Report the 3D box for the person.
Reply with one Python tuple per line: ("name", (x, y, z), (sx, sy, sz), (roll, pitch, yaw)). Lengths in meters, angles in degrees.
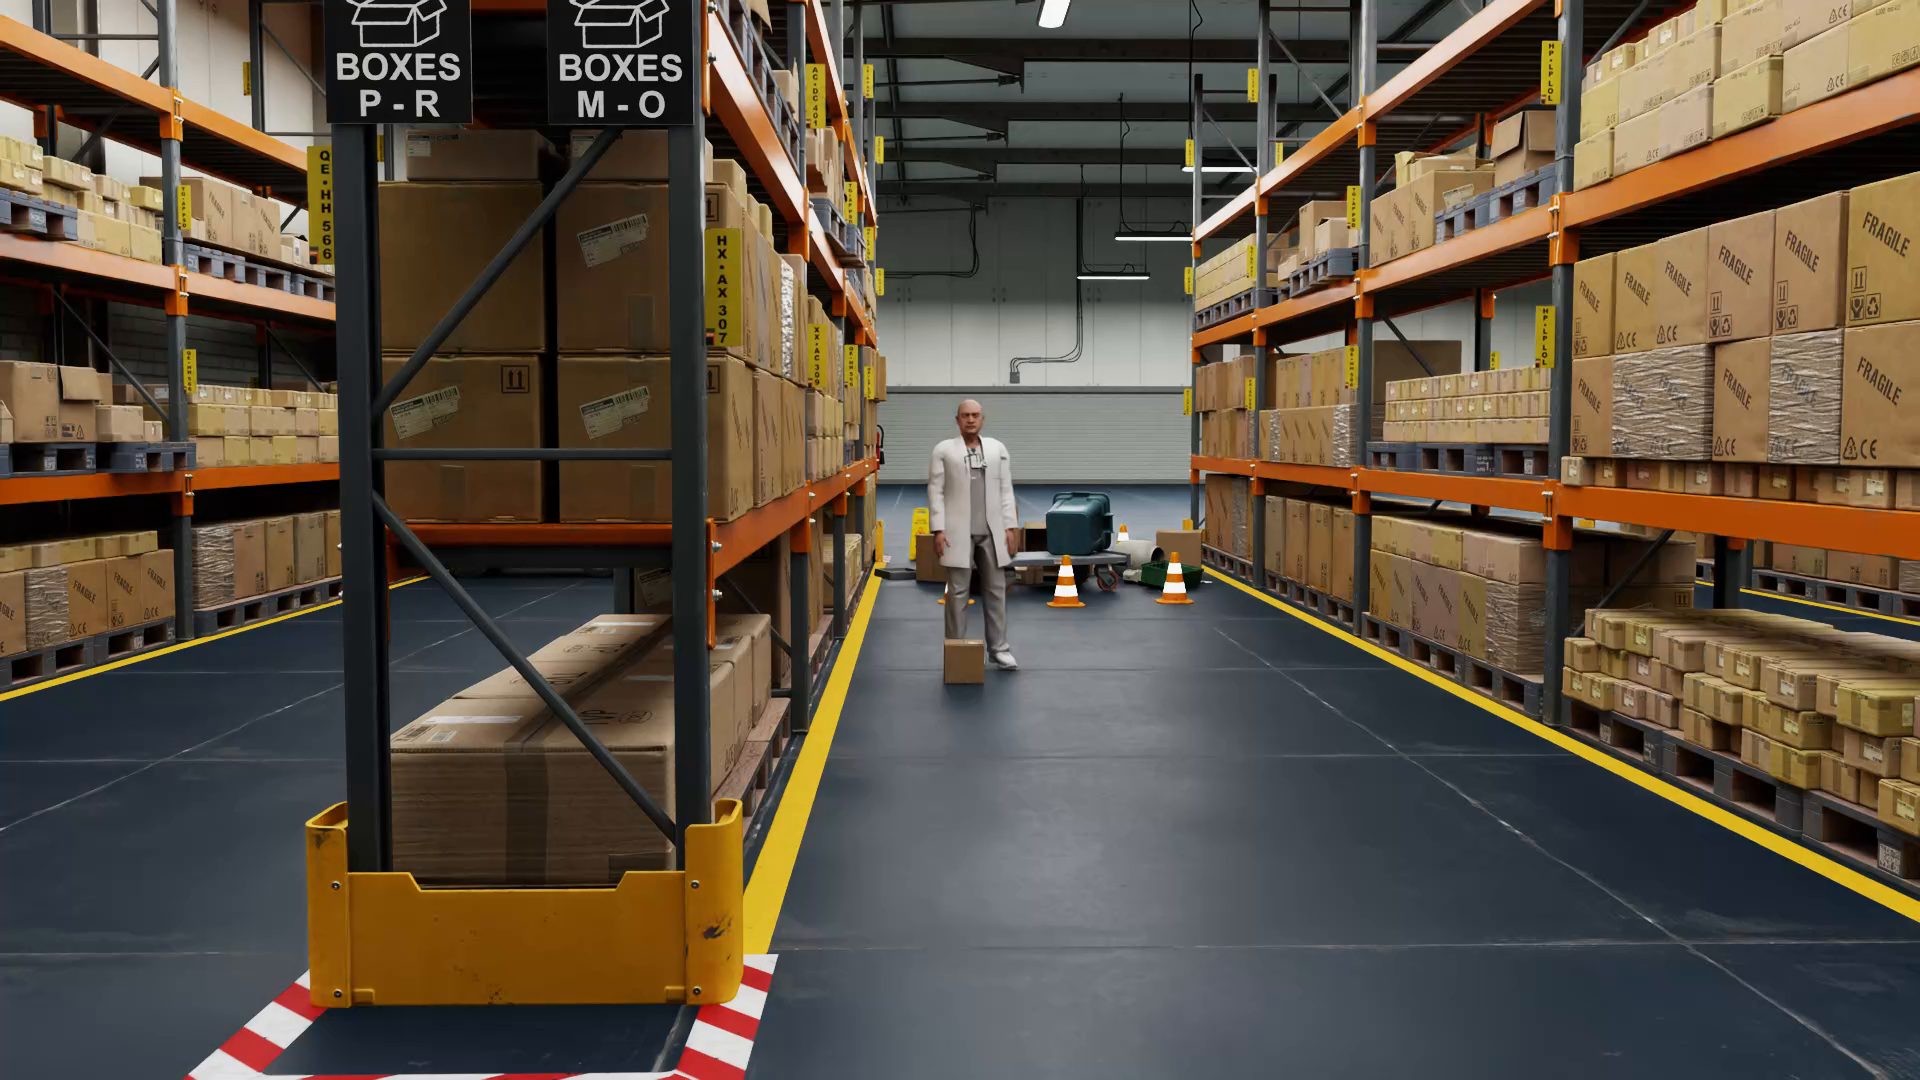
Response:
("person", (0.101, -0.041, 11.063), (0.603, 1.787, 0.390), (-1, 4, -14))
